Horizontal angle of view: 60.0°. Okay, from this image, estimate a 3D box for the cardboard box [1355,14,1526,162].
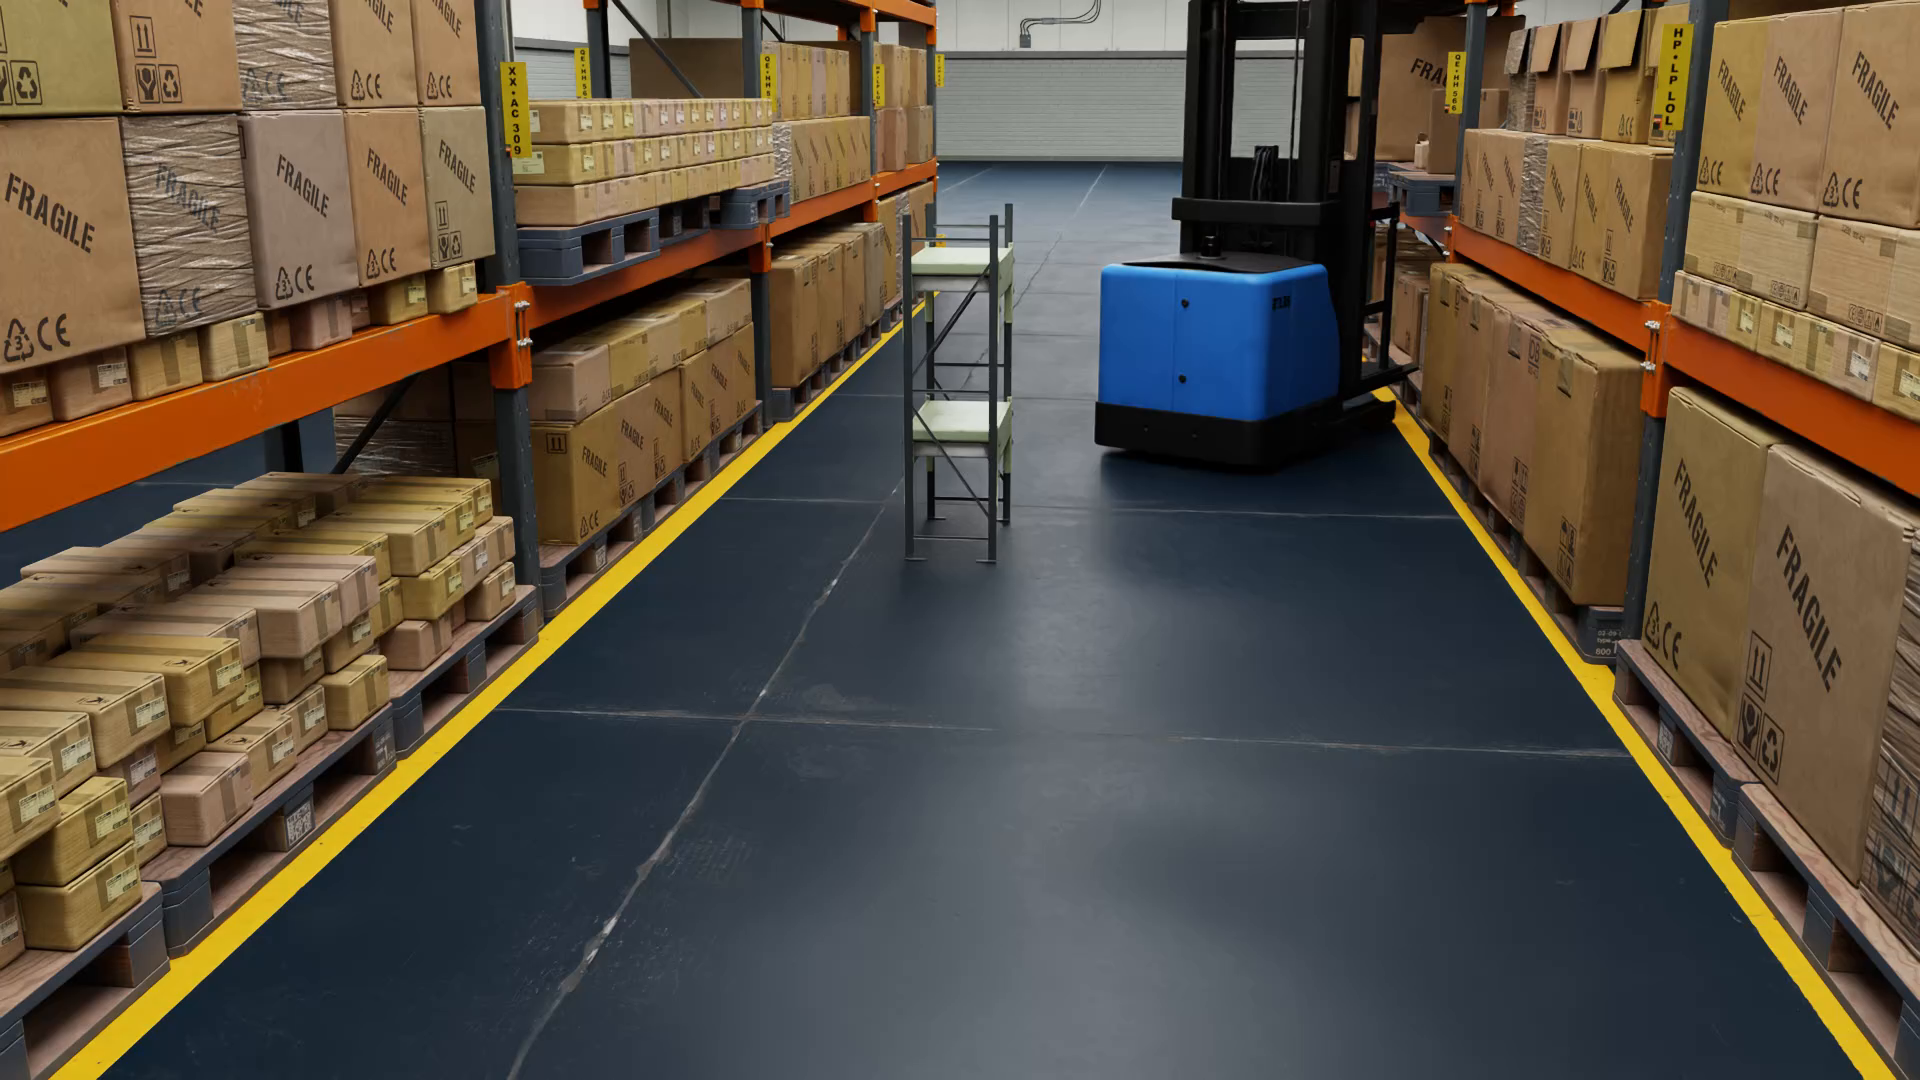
[{"bbox_3d":[3.485,-3.302,12.173,1.000,1.000,1.000,2,15,7],"label":"cardboard box"}]

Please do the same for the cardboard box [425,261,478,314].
[{"bbox_3d":[-1.826,-0.837,5.491,0.380,0.149,0.250,1,15,5],"label":"cardboard box"}]

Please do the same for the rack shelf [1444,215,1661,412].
[{"bbox_3d":[3.037,-1.108,7.392,1.077,0.370,4.000,2,15,6],"label":"rack shelf"}]

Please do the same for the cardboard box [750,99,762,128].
[{"bbox_3d":[-1.285,-2.309,8.993,0.380,0.149,0.250,2,15,6],"label":"cardboard box"}]

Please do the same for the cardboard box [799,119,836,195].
[{"bbox_3d":[-1.165,-2.695,11.691,0.500,0.500,0.500,2,15,6],"label":"cardboard box"}]

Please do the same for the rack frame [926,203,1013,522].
[{"bbox_3d":[0.042,-0.821,7.824,0.400,1.500,0.023,2,15,6],"label":"rack frame"}]

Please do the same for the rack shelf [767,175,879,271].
[{"bbox_3d":[-1.429,-2.318,11.866,1.077,0.370,4.000,2,15,6],"label":"rack shelf"}]

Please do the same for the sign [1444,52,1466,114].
[{"bbox_3d":[2.722,-2.508,9.126,0.100,0.325,0.005,2,15,6],"label":"sign"}]

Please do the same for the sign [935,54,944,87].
[{"bbox_3d":[-0.214,-4.875,17.273,0.100,0.325,0.005,2,15,6],"label":"sign"}]

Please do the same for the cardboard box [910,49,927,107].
[{"bbox_3d":[-0.802,-4.575,16.477,0.875,0.550,0.550,2,15,6],"label":"cardboard box"}]

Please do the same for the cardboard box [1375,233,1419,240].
[{"bbox_3d":[3.955,-2.566,15.389,0.500,0.500,0.500,3,15,11],"label":"cardboard box"}]

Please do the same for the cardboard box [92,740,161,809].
[{"bbox_3d":[-2.144,0.560,3.934,0.380,0.149,0.250,1,15,4],"label":"cardboard box"}]

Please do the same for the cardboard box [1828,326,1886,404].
[{"bbox_3d":[2.302,-0.412,3.922,0.380,0.149,0.250,2,15,7],"label":"cardboard box"}]

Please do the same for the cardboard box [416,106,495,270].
[{"bbox_3d":[-1.880,-1.167,5.470,0.500,0.500,0.500,2,15,6],"label":"cardboard box"}]

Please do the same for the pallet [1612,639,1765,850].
[{"bbox_3d":[2.648,0.604,5.023,1.003,0.211,1.213,2,15,6],"label":"pallet"}]

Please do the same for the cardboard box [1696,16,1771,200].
[{"bbox_3d":[2.503,-1.253,4.831,0.500,0.500,0.500,2,15,6],"label":"cardboard box"}]

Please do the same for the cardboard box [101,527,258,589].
[{"bbox_3d":[-2.427,0.066,5.191,0.380,0.149,0.250,1,15,5],"label":"cardboard box"}]

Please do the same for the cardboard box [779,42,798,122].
[{"bbox_3d":[-1.482,-3.058,11.117,0.700,0.500,0.500,1,15,5],"label":"cardboard box"}]

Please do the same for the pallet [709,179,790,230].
[{"bbox_3d":[-1.629,-1.866,9.184,1.213,0.211,1.003,2,15,6],"label":"pallet"}]

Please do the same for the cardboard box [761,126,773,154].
[{"bbox_3d":[-1.258,-2.230,9.269,0.380,0.149,0.250,2,15,7],"label":"cardboard box"}]

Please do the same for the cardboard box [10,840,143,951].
[{"bbox_3d":[-2.073,0.777,3.698,0.380,0.149,0.250,2,15,7],"label":"cardboard box"}]

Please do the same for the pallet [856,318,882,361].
[{"bbox_3d":[-1.215,-1.636,13.306,1.003,0.211,1.213,2,15,6],"label":"pallet"}]

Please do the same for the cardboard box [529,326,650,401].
[{"bbox_3d":[-1.702,-0.789,7.382,0.500,0.250,0.500,2,15,8],"label":"cardboard box"}]

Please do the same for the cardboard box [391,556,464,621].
[{"bbox_3d":[-1.856,0.152,5.439,0.380,0.149,0.250,1,15,4],"label":"cardboard box"}]

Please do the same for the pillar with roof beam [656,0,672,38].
[{"bbox_3d":[-3.925,-14.882,45.460,9.100,9.000,0.400,2,15,6],"label":"pillar with roof beam"}]

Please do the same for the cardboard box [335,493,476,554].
[{"bbox_3d":[-1.877,-0.055,5.638,0.380,0.149,0.250,2,15,7],"label":"cardboard box"}]

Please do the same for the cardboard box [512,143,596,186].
[{"bbox_3d":[-1.604,-1.423,6.284,0.380,0.149,0.250,2,15,7],"label":"cardboard box"}]

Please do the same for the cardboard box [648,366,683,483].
[{"bbox_3d":[-1.655,-0.562,7.980,0.500,0.500,0.500,2,15,7],"label":"cardboard box"}]

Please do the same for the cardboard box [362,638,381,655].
[{"bbox_3d":[-2.040,0.376,5.181,0.380,0.149,0.250,1,15,5],"label":"cardboard box"}]

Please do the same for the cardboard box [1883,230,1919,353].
[{"bbox_3d":[2.321,-0.503,3.492,0.500,0.250,0.500,2,15,6],"label":"cardboard box"}]

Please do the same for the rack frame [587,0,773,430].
[{"bbox_3d":[-1.654,-2.147,9.854,1.000,3.000,0.127,2,15,6],"label":"rack frame"}]

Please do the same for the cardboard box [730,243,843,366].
[{"bbox_3d":[-1.401,-1.645,11.506,1.050,0.750,0.750,2,15,7],"label":"cardboard box"}]

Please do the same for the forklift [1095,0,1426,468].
[{"bbox_3d":[2.029,-2.131,9.930,1.130,2.935,3.031,11,18,34],"label":"forklift"}]

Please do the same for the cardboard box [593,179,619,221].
[{"bbox_3d":[-1.579,-1.351,6.589,0.380,0.149,0.250,2,15,7],"label":"cardboard box"}]

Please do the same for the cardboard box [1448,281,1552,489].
[{"bbox_3d":[3.056,-0.742,7.925,1.225,0.875,0.875,2,15,6],"label":"cardboard box"}]

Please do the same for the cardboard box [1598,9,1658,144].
[{"bbox_3d":[2.964,-1.813,6.506,0.797,0.503,0.637,2,15,7],"label":"cardboard box"}]

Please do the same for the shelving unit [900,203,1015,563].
[{"bbox_3d":[0.001,-0.726,7.473,0.431,1.500,0.755,2,15,6],"label":"shelving unit"}]

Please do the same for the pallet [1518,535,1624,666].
[{"bbox_3d":[2.823,0.207,6.492,1.003,0.211,1.213,2,15,6],"label":"pallet"}]

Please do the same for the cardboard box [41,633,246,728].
[{"bbox_3d":[-2.031,0.347,4.150,0.380,0.149,0.250,2,15,7],"label":"cardboard box"}]

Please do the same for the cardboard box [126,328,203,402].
[{"bbox_3d":[-2.069,-0.431,3.990,0.380,0.149,0.250,2,15,8],"label":"cardboard box"}]

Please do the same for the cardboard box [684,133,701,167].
[{"bbox_3d":[-1.430,-1.828,7.784,0.380,0.149,0.250,1,15,5],"label":"cardboard box"}]

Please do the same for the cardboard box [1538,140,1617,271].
[{"bbox_3d":[2.707,-1.378,6.821,0.500,0.500,0.500,2,15,6],"label":"cardboard box"}]

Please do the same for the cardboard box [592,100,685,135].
[{"bbox_3d":[-1.459,-1.902,7.485,0.380,0.149,0.250,2,15,8],"label":"cardboard box"}]

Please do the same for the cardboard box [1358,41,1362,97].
[{"bbox_3d":[3.491,-3.811,13.332,0.500,0.500,0.500,2,15,6],"label":"cardboard box"}]

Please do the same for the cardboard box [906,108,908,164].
[{"bbox_3d":[-0.977,-3.911,16.093,0.875,0.550,0.550,2,15,6],"label":"cardboard box"}]

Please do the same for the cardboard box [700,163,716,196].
[{"bbox_3d":[-1.403,-1.754,8.079,0.380,0.149,0.250,2,15,8],"label":"cardboard box"}]
